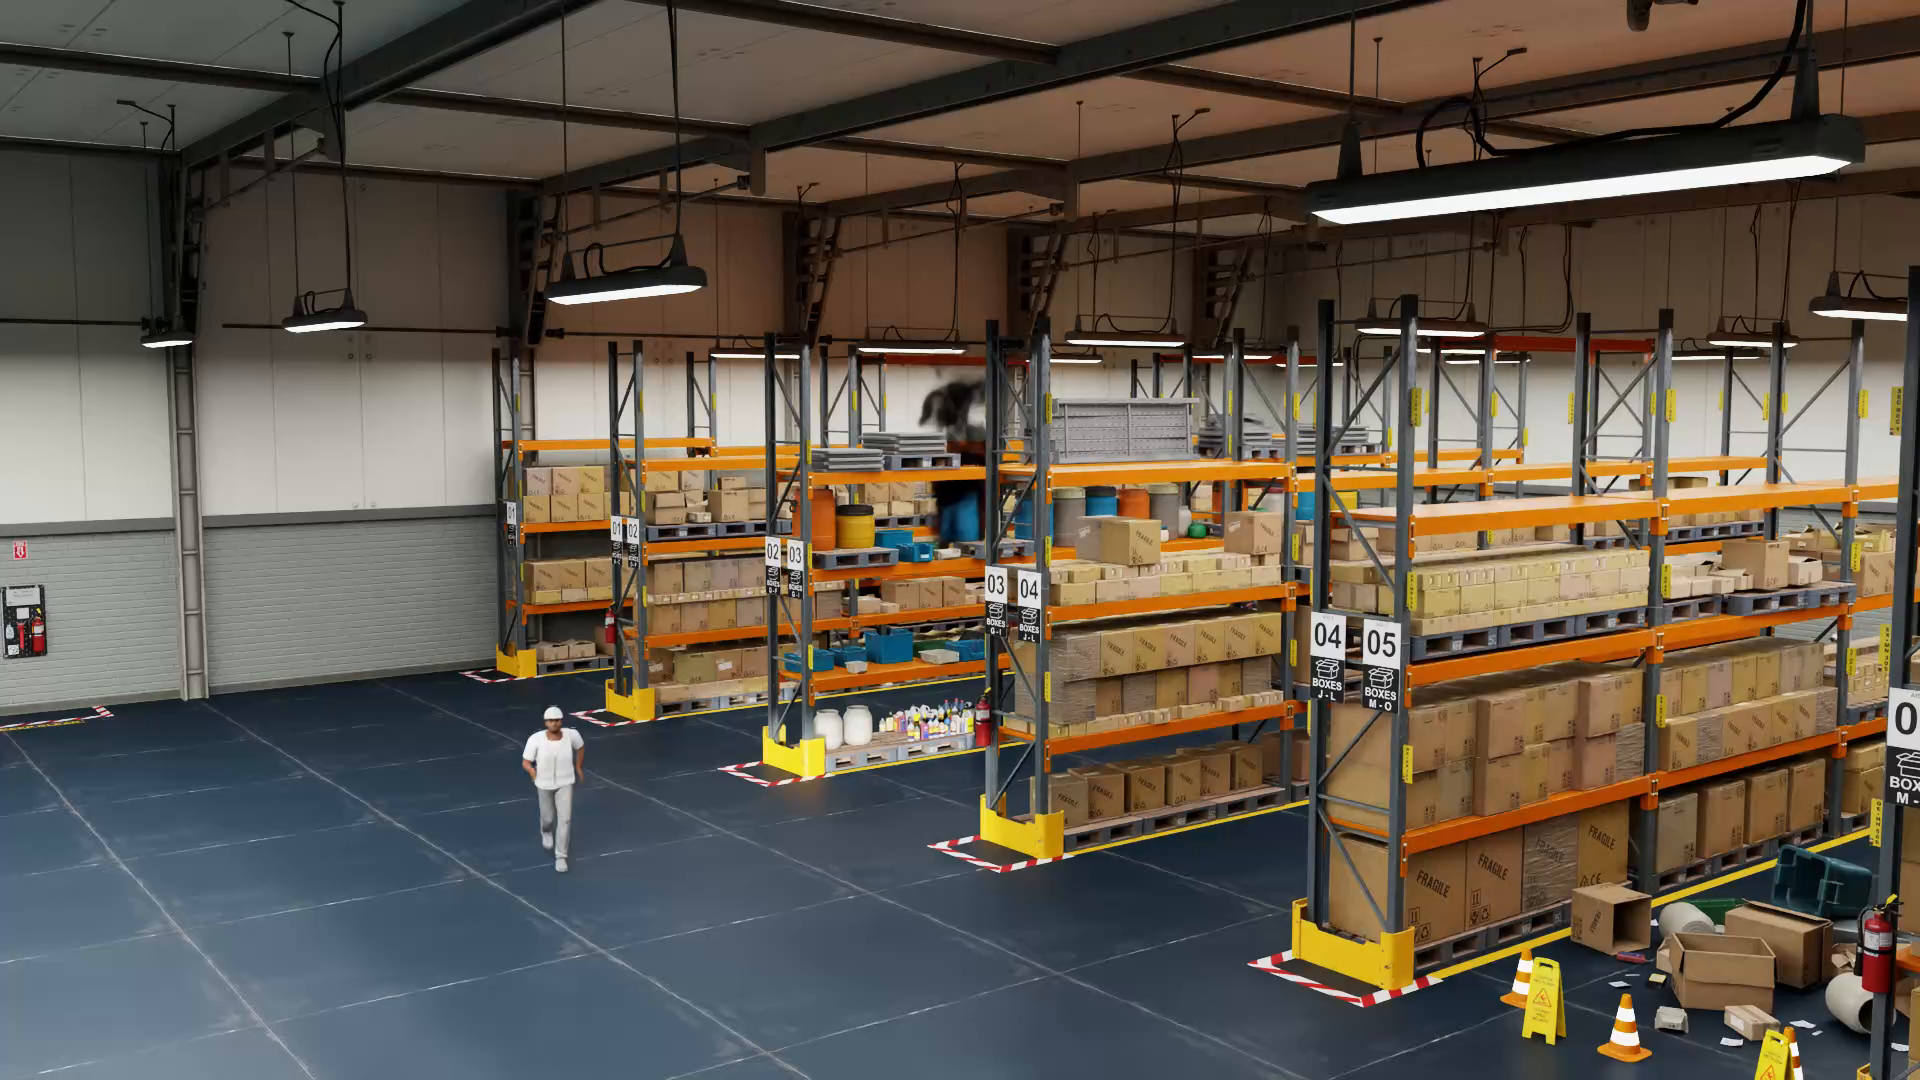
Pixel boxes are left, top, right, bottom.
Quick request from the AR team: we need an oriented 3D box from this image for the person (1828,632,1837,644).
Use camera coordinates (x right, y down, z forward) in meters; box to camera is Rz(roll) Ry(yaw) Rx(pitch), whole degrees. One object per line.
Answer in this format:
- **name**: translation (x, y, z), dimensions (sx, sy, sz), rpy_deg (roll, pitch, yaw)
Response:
- **person**: translation (12.698, 2.194, 24.011), dimensions (0.699, 1.730, 0.683), rpy_deg (-3, 6, -28)

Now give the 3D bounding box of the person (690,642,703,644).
- **person**: translation (-4.615, 1.670, 29.654), dimensions (0.983, 1.771, 0.690), rpy_deg (-5, 7, -43)

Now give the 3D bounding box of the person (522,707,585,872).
- **person**: translation (-4.460, 2.649, 18.270), dimensions (0.670, 1.690, 0.948), rpy_deg (-2, 5, -17)
